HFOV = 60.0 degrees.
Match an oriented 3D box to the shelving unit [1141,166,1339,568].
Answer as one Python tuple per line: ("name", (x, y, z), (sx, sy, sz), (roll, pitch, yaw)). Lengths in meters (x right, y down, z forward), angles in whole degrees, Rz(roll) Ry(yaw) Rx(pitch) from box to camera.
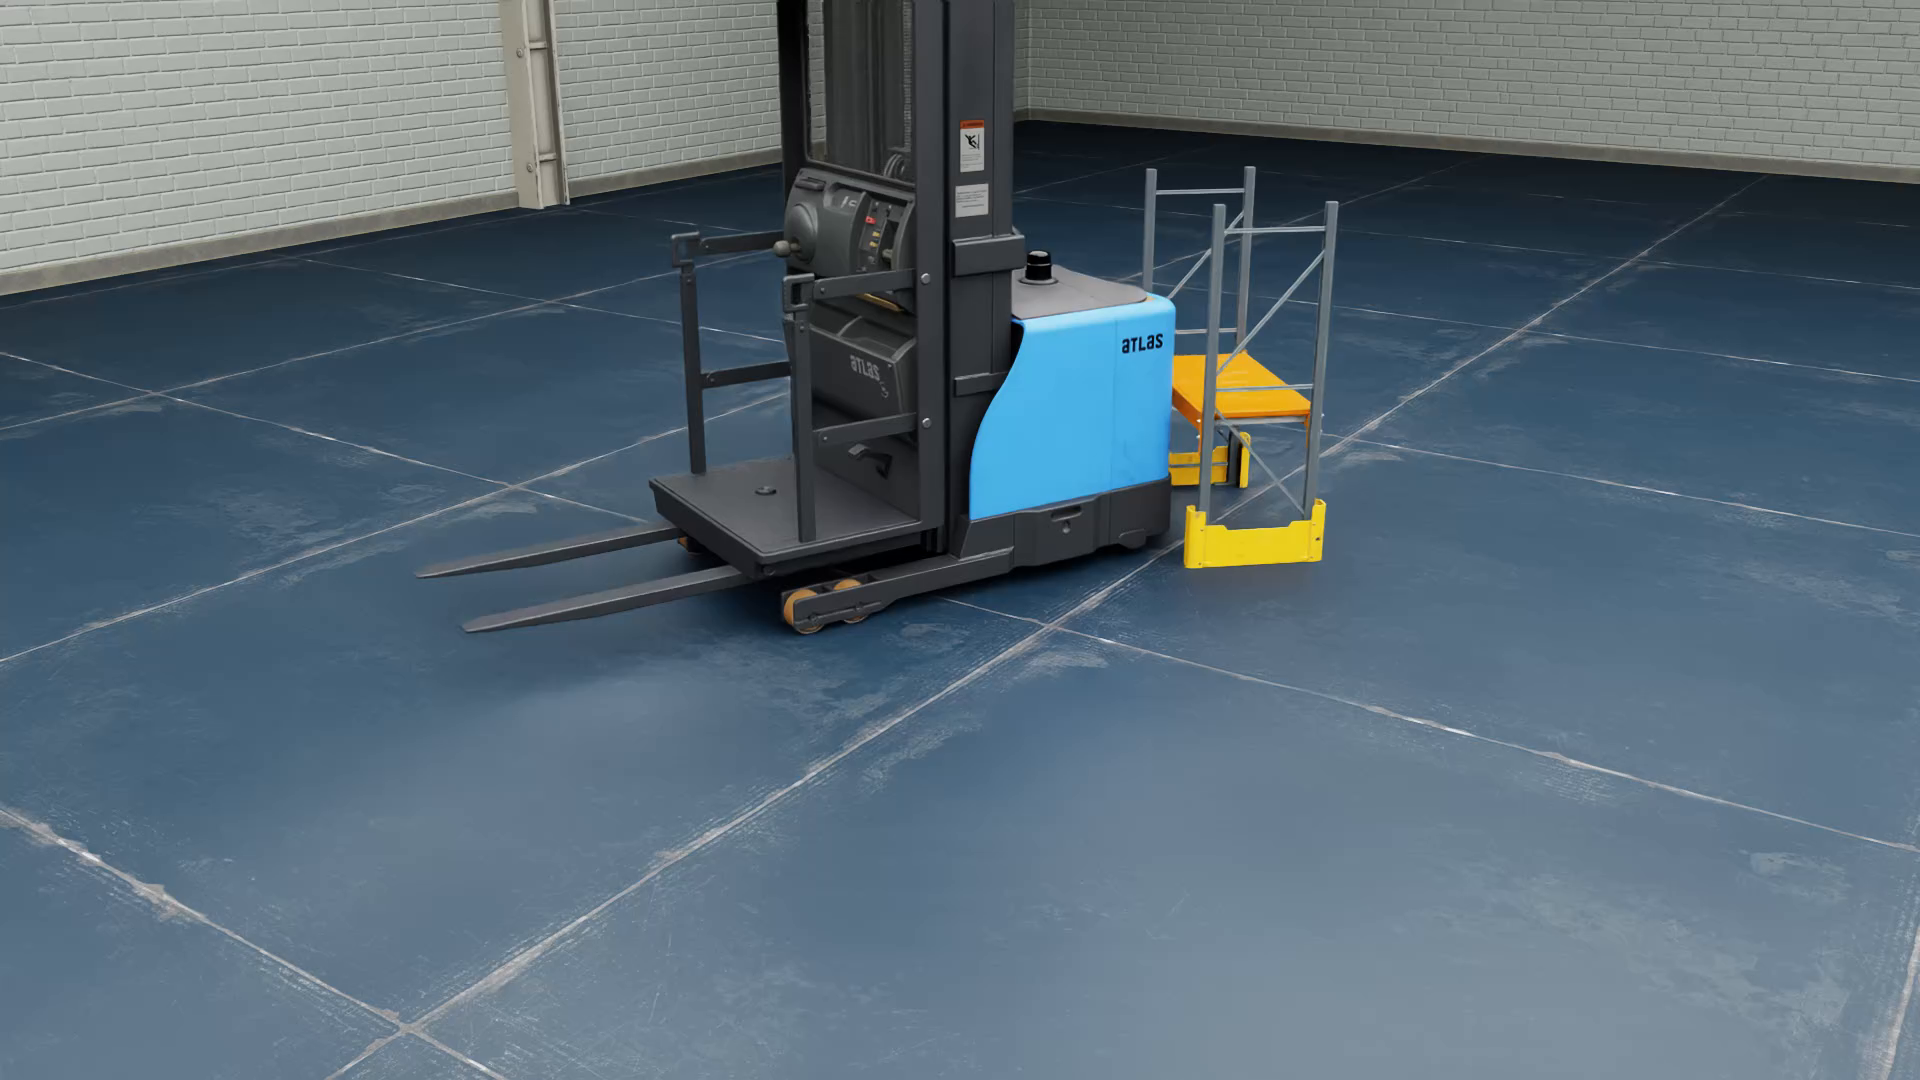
("shelving unit", (1.159, -0.784, 7.223), (0.587, 1.500, 1.083), (-3, 21, -8))

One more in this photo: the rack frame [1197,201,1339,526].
("rack frame", (1.236, -0.613, 6.760), (0.500, 1.500, 0.032), (-3, 21, -8))

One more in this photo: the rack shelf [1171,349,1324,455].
("rack shelf", (1.158, -0.619, 7.294), (0.538, 0.185, 1.000), (-3, 21, -8))

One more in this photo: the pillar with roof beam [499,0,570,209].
("pillar with roof beam", (-0.429, -6.590, 12.111), (9.100, 9.000, 0.400), (13, 24, 32))

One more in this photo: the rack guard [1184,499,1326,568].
("rack guard", (1.236, -0.027, 6.978), (0.587, 0.250, 0.087), (-3, 21, -8))

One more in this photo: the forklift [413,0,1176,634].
("forklift", (-0.612, -1.226, 6.356), (3.031, 2.935, 1.130), (-12, 24, -30))

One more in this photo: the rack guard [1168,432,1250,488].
("rack guard", (1.082, -0.369, 7.901), (0.587, 0.250, 0.087), (-3, 21, -8))

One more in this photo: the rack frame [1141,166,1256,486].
("rack frame", (1.079, -0.961, 7.702), (0.500, 1.500, 0.032), (-3, 21, -8))
